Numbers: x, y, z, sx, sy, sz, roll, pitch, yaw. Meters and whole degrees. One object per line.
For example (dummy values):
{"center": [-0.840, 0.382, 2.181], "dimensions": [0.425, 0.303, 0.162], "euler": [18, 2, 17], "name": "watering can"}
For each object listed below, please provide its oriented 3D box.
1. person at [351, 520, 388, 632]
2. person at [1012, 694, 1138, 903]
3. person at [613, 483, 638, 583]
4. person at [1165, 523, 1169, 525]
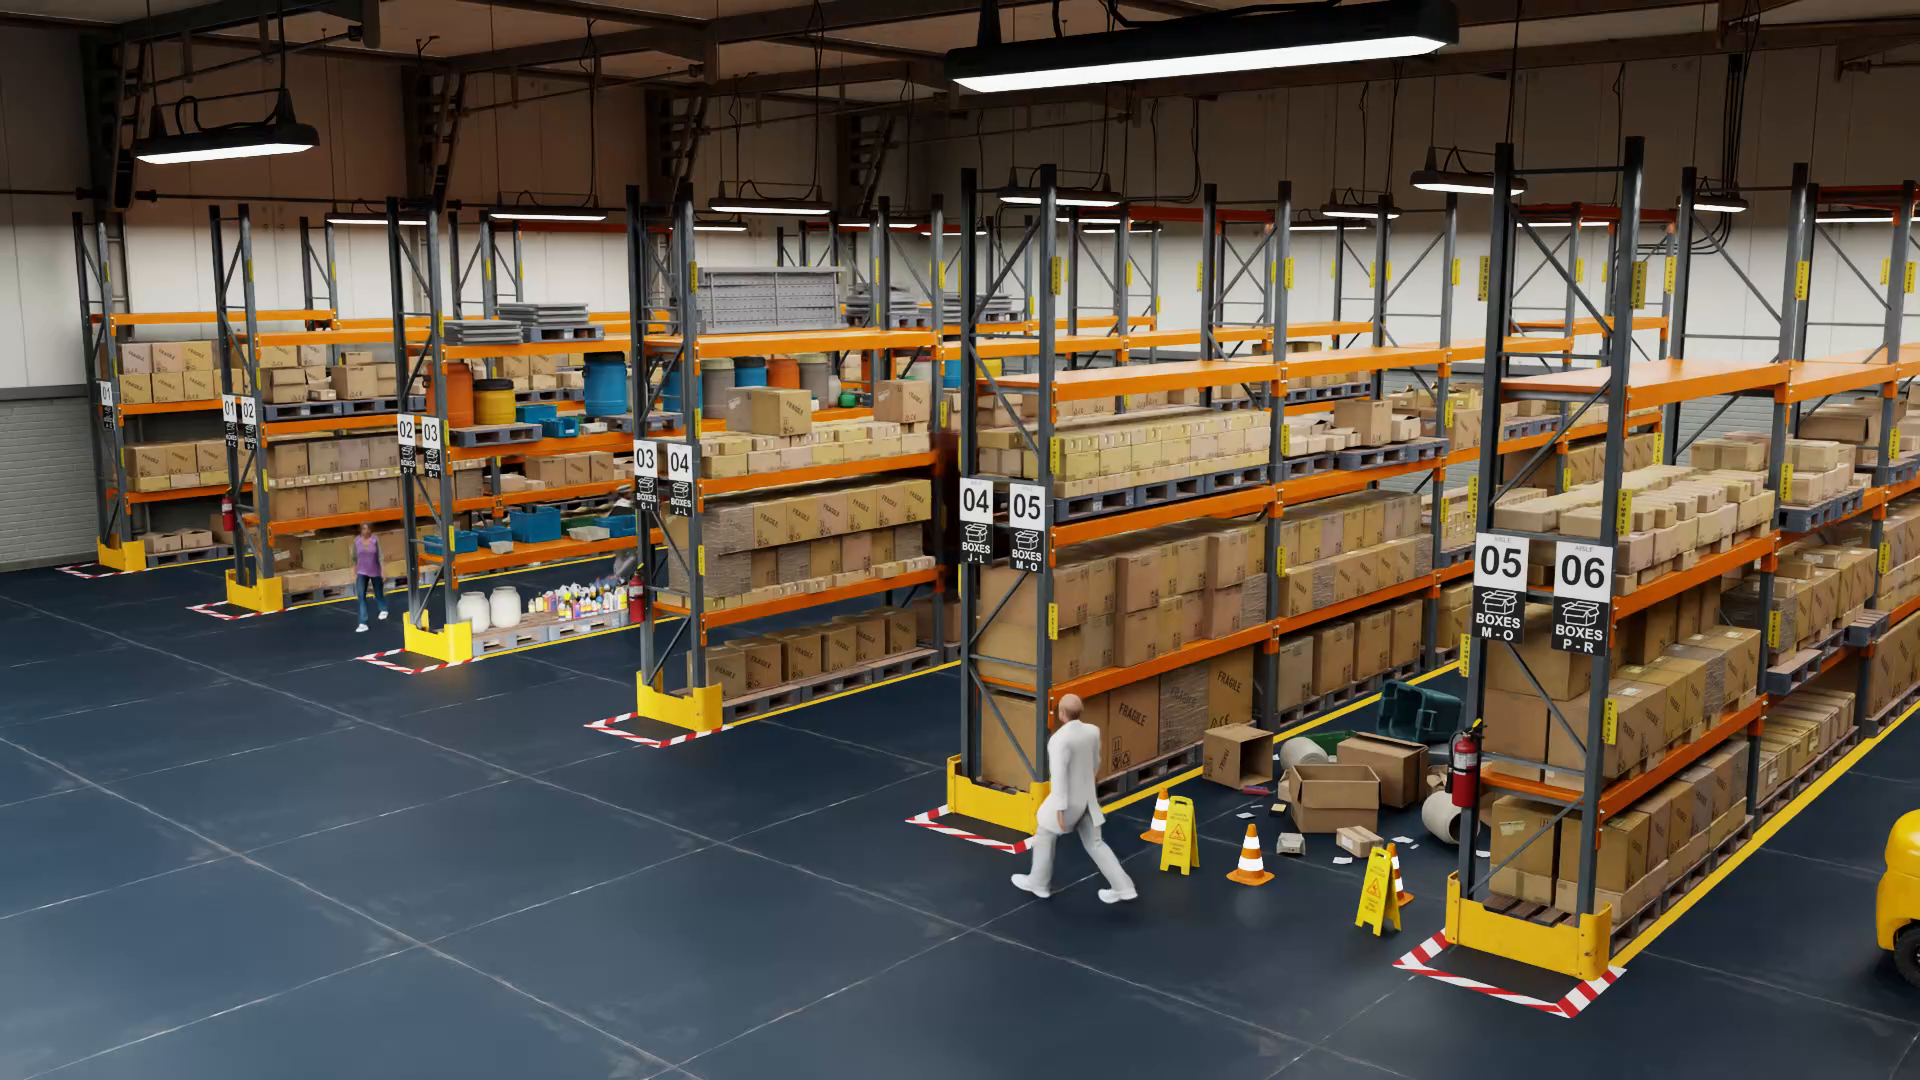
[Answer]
{"center": [-8.398, 0.484, 23.659], "dimensions": [0.500, 1.518, 0.963], "euler": [-1, 9, -4], "name": "person"}
{"center": [0.921, 2.098, 13.420], "dimensions": [1.144, 1.732, 0.582], "euler": [9, 13, 42], "name": "person"}
{"center": [-5.381, -0.062, 26.570], "dimensions": [0.489, 1.667, 0.506], "euler": [-8, 12, -40], "name": "person"}
{"center": [3.152, 0.112, 23.491], "dimensions": [0.570, 1.779, 0.508], "euler": [6, 11, 33], "name": "person"}
